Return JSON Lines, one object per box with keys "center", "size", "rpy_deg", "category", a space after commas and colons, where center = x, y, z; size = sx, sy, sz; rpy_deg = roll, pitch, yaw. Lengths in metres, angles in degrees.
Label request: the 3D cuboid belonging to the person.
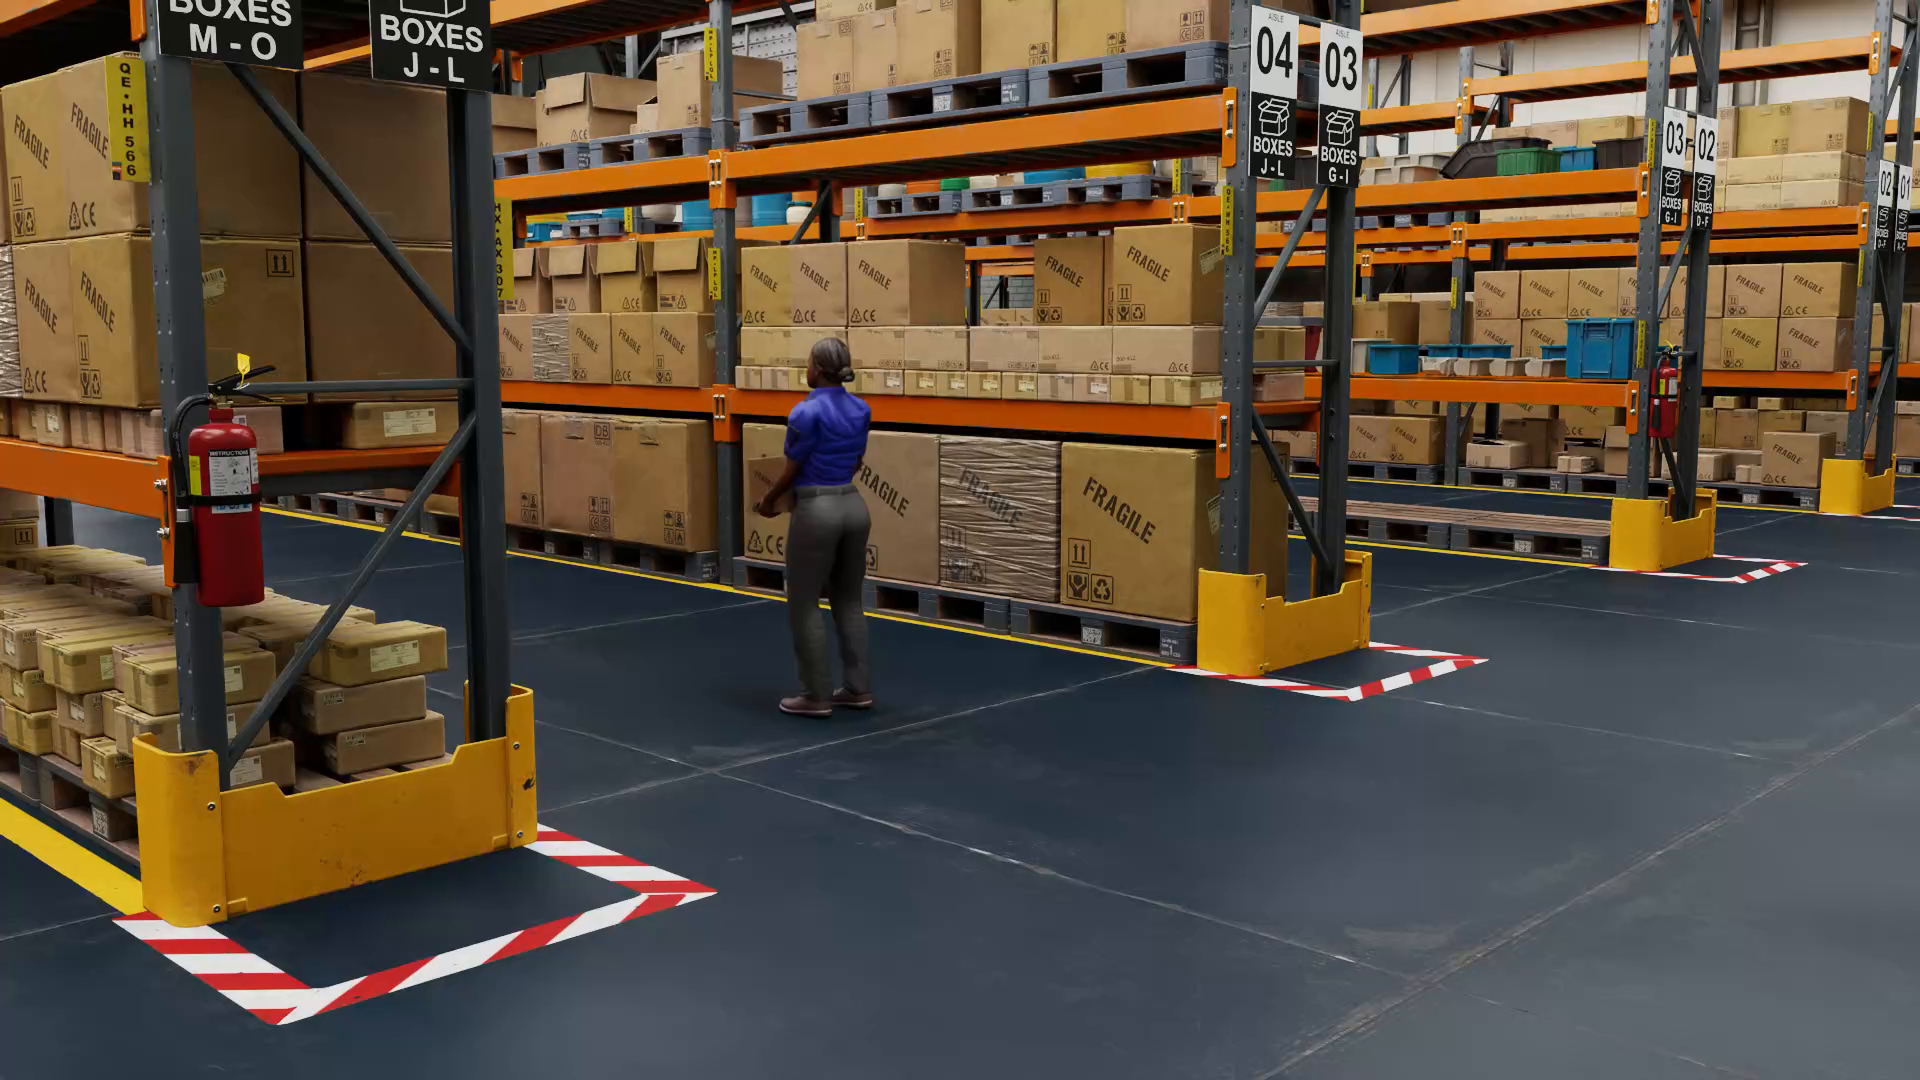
{"center": [-0.638, -0.065, 7.346], "size": [0.510, 1.651, 0.451], "rpy_deg": [7, 10, 44], "category": "person"}
